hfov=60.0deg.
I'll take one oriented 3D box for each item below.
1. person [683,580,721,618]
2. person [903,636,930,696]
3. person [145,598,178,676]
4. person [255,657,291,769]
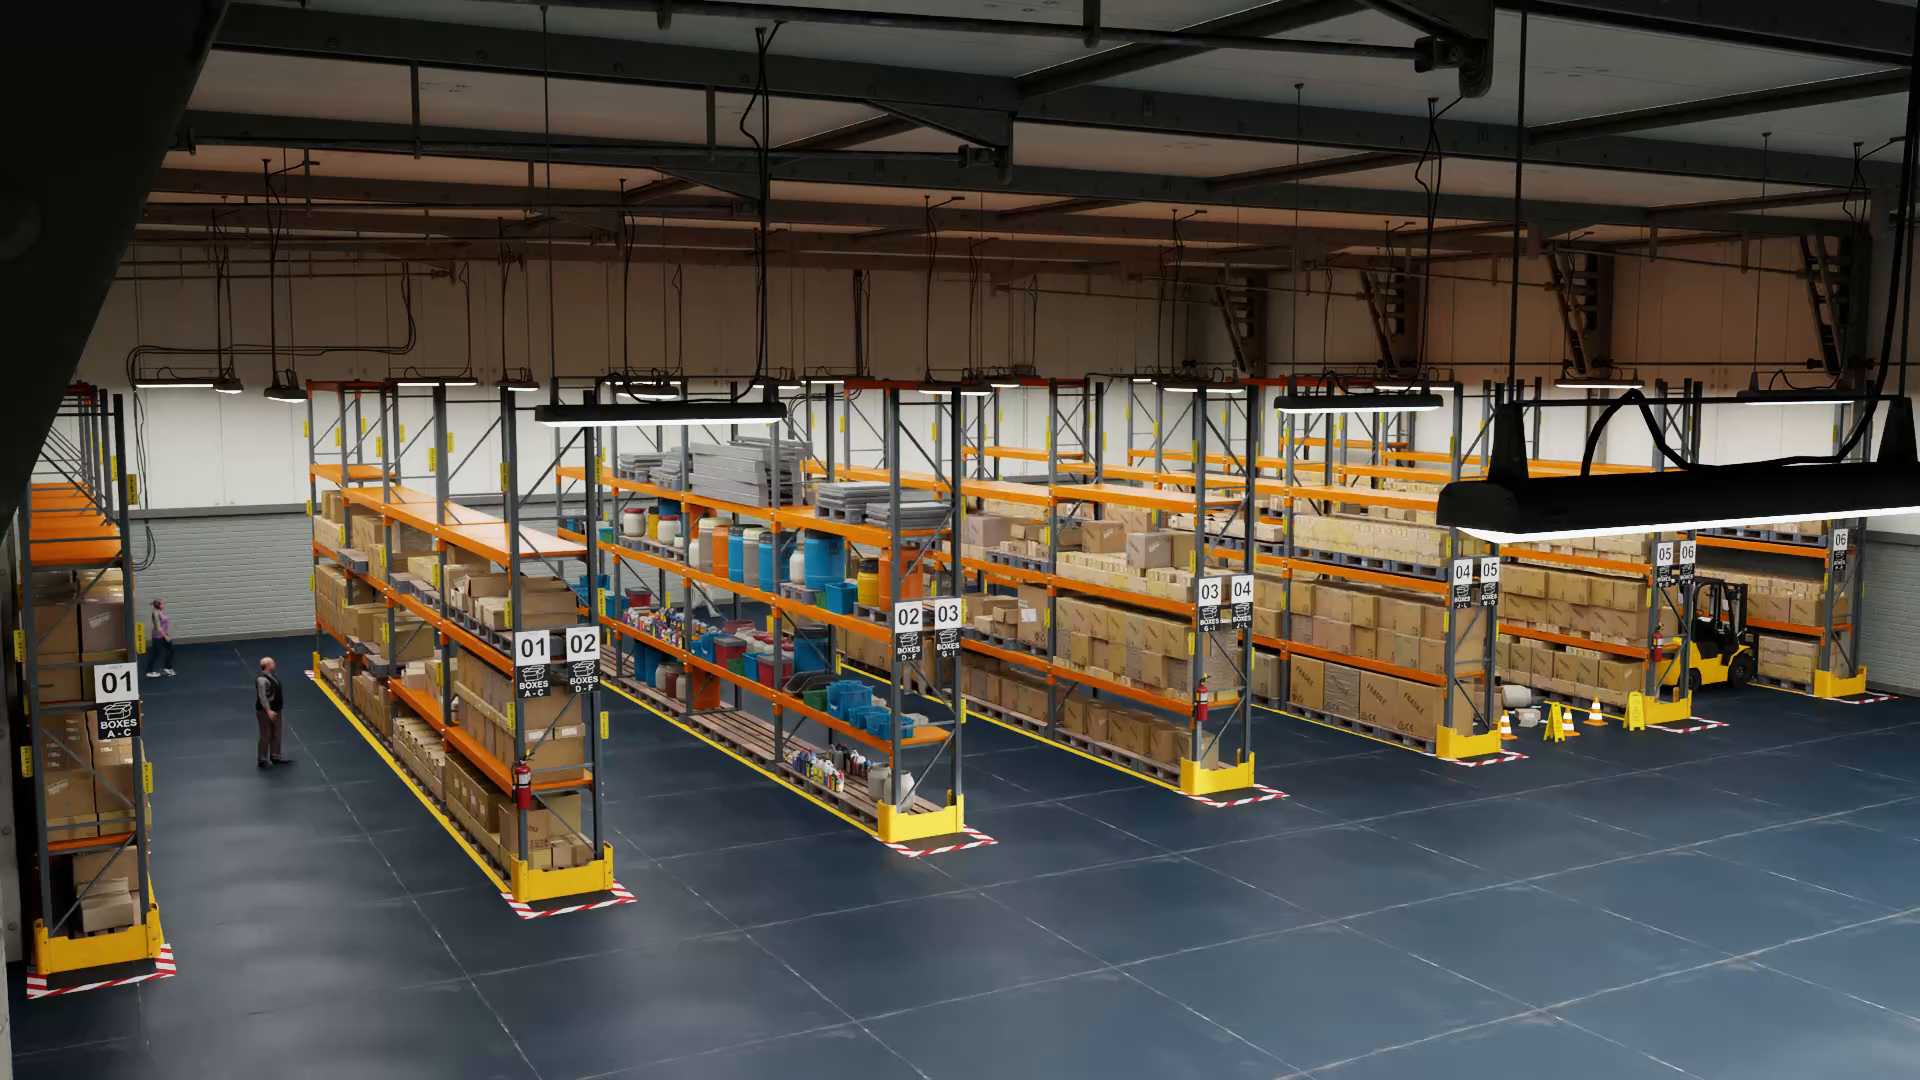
[{"bbox_3d":[-6.395,1.086,41.251,1.006,1.726,0.645,-1,6,-11],"label":"person"},{"bbox_3d":[-0.825,1.981,30.183,0.568,1.700,0.446,4,8,36],"label":"person"},{"bbox_3d":[-16.127,1.974,33.499,0.577,1.613,0.478,-2,6,-20],"label":"person"},{"bbox_3d":[-10.810,2.703,26.109,0.476,1.732,0.570,1,6,12],"label":"person"}]
